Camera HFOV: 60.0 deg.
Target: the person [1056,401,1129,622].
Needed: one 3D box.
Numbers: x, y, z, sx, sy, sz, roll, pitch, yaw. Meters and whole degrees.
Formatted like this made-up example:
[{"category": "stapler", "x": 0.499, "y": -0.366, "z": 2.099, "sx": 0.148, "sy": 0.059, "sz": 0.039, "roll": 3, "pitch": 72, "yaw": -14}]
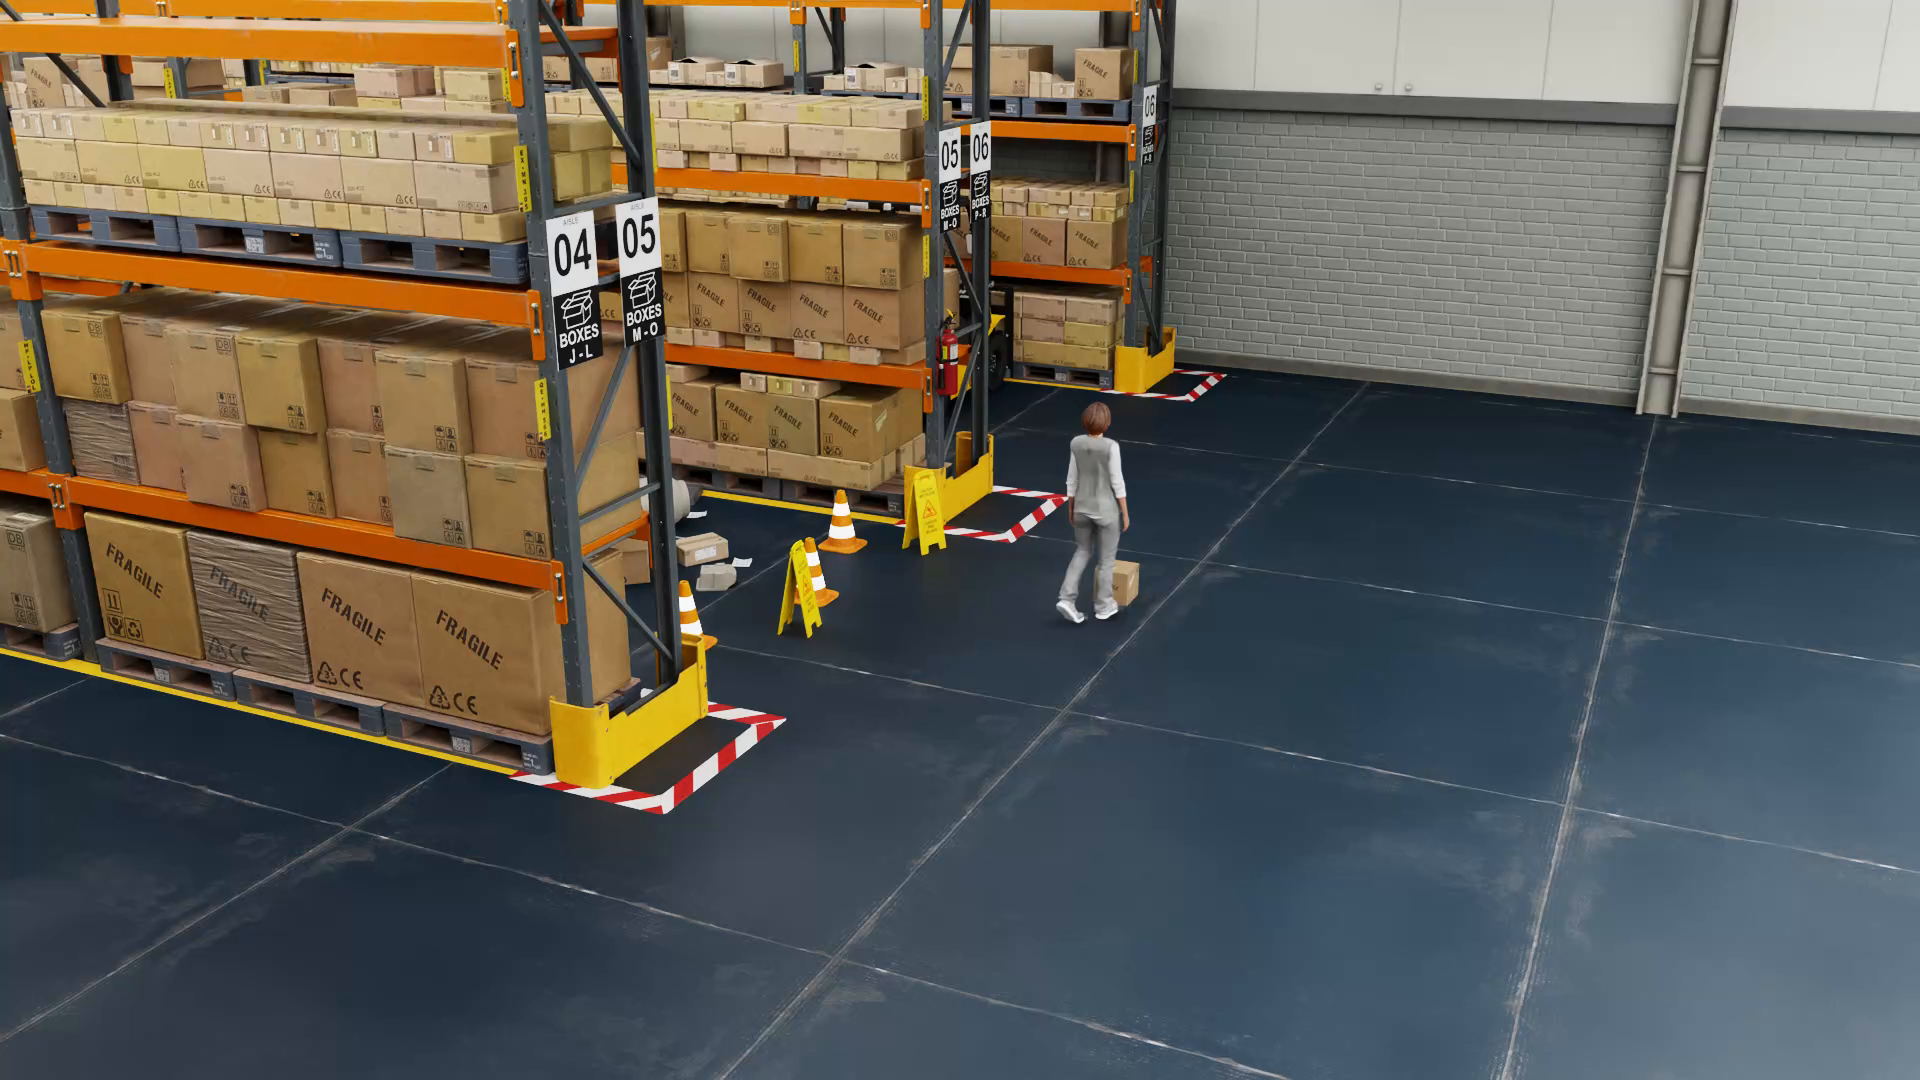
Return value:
[{"category": "person", "x": 0.958, "y": -0.185, "z": 11.591, "sx": 0.446, "sy": 1.576, "sz": 0.530, "roll": 12, "pitch": 23, "yaw": 31}]
